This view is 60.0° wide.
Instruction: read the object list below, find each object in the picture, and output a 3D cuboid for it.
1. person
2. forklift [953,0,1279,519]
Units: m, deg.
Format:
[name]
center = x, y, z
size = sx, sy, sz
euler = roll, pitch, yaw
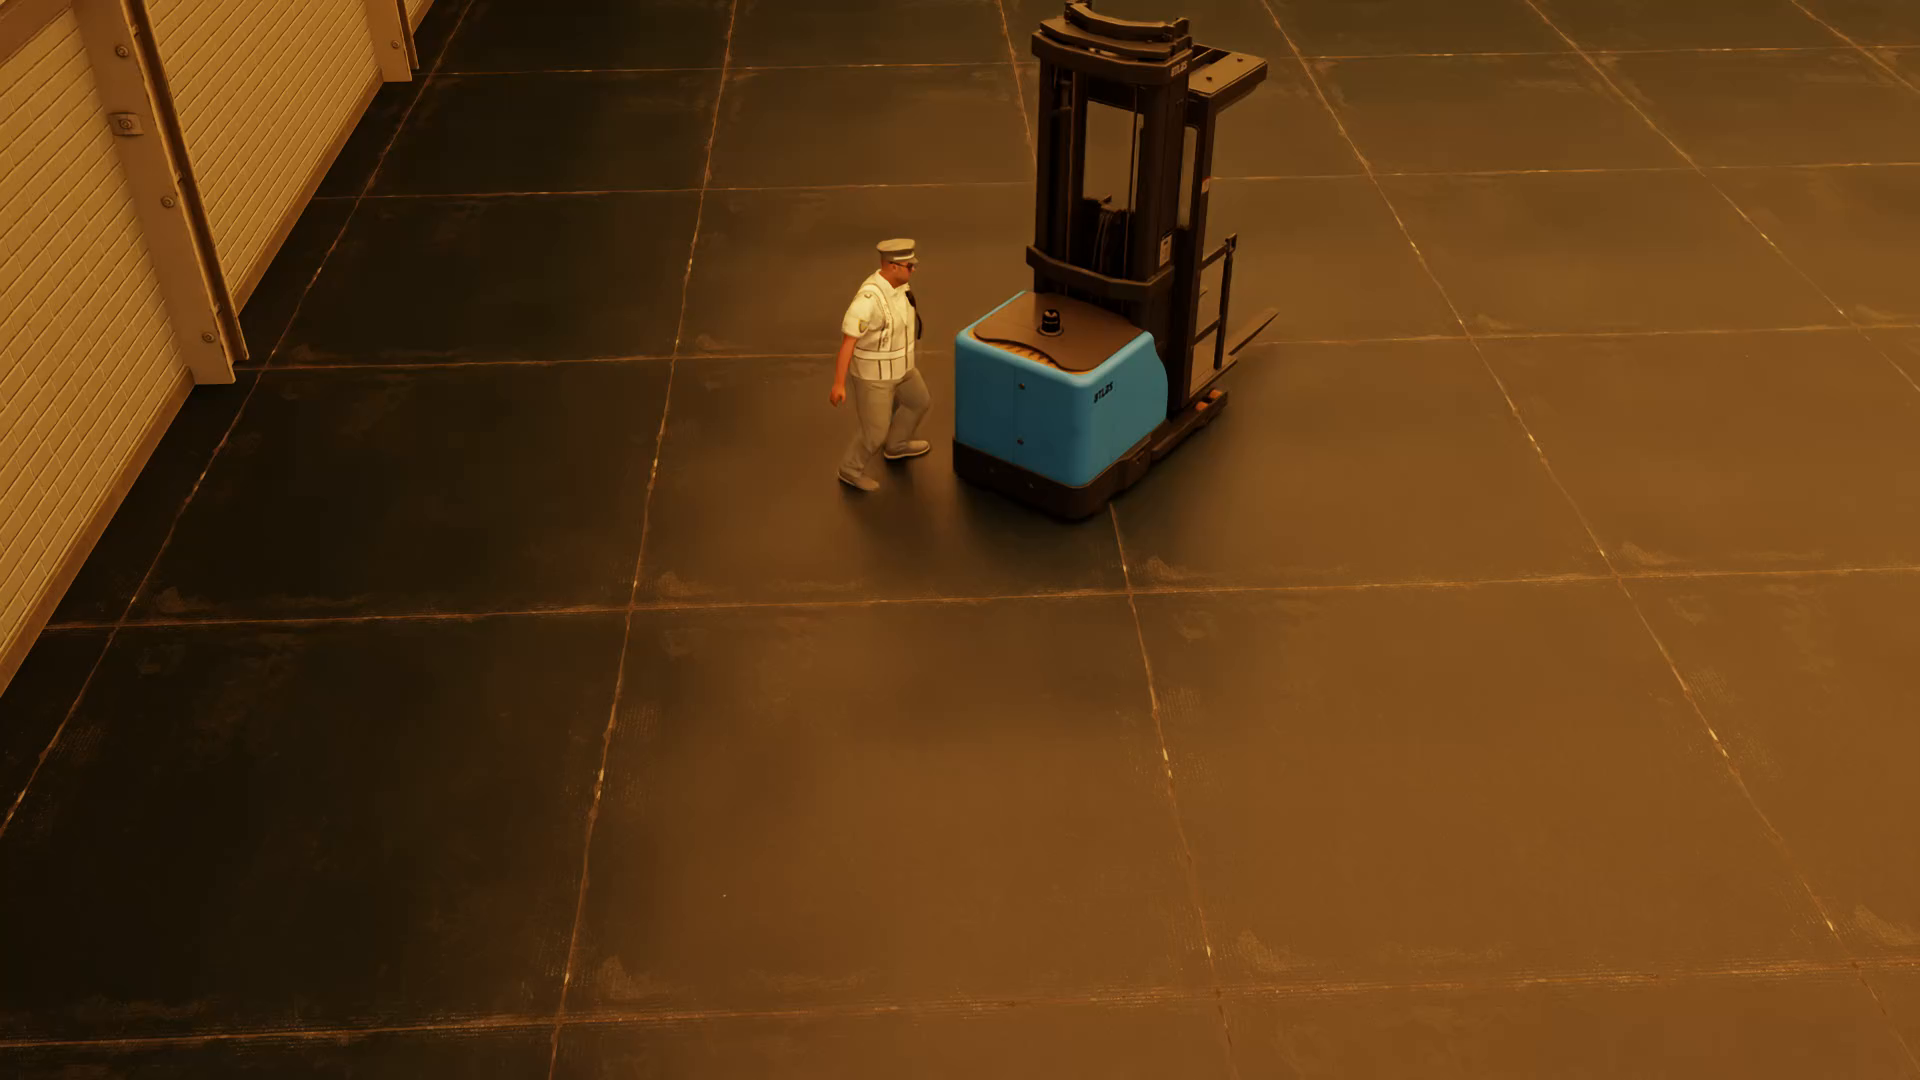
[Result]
[person]
center = -0.522, -1.100, 10.616
size = 0.461, 1.733, 0.896
euler = 20, 41, 25
[forklift]
center = 1.231, -2.135, 10.942
size = 1.130, 2.935, 3.031
euler = 23, 42, 29
